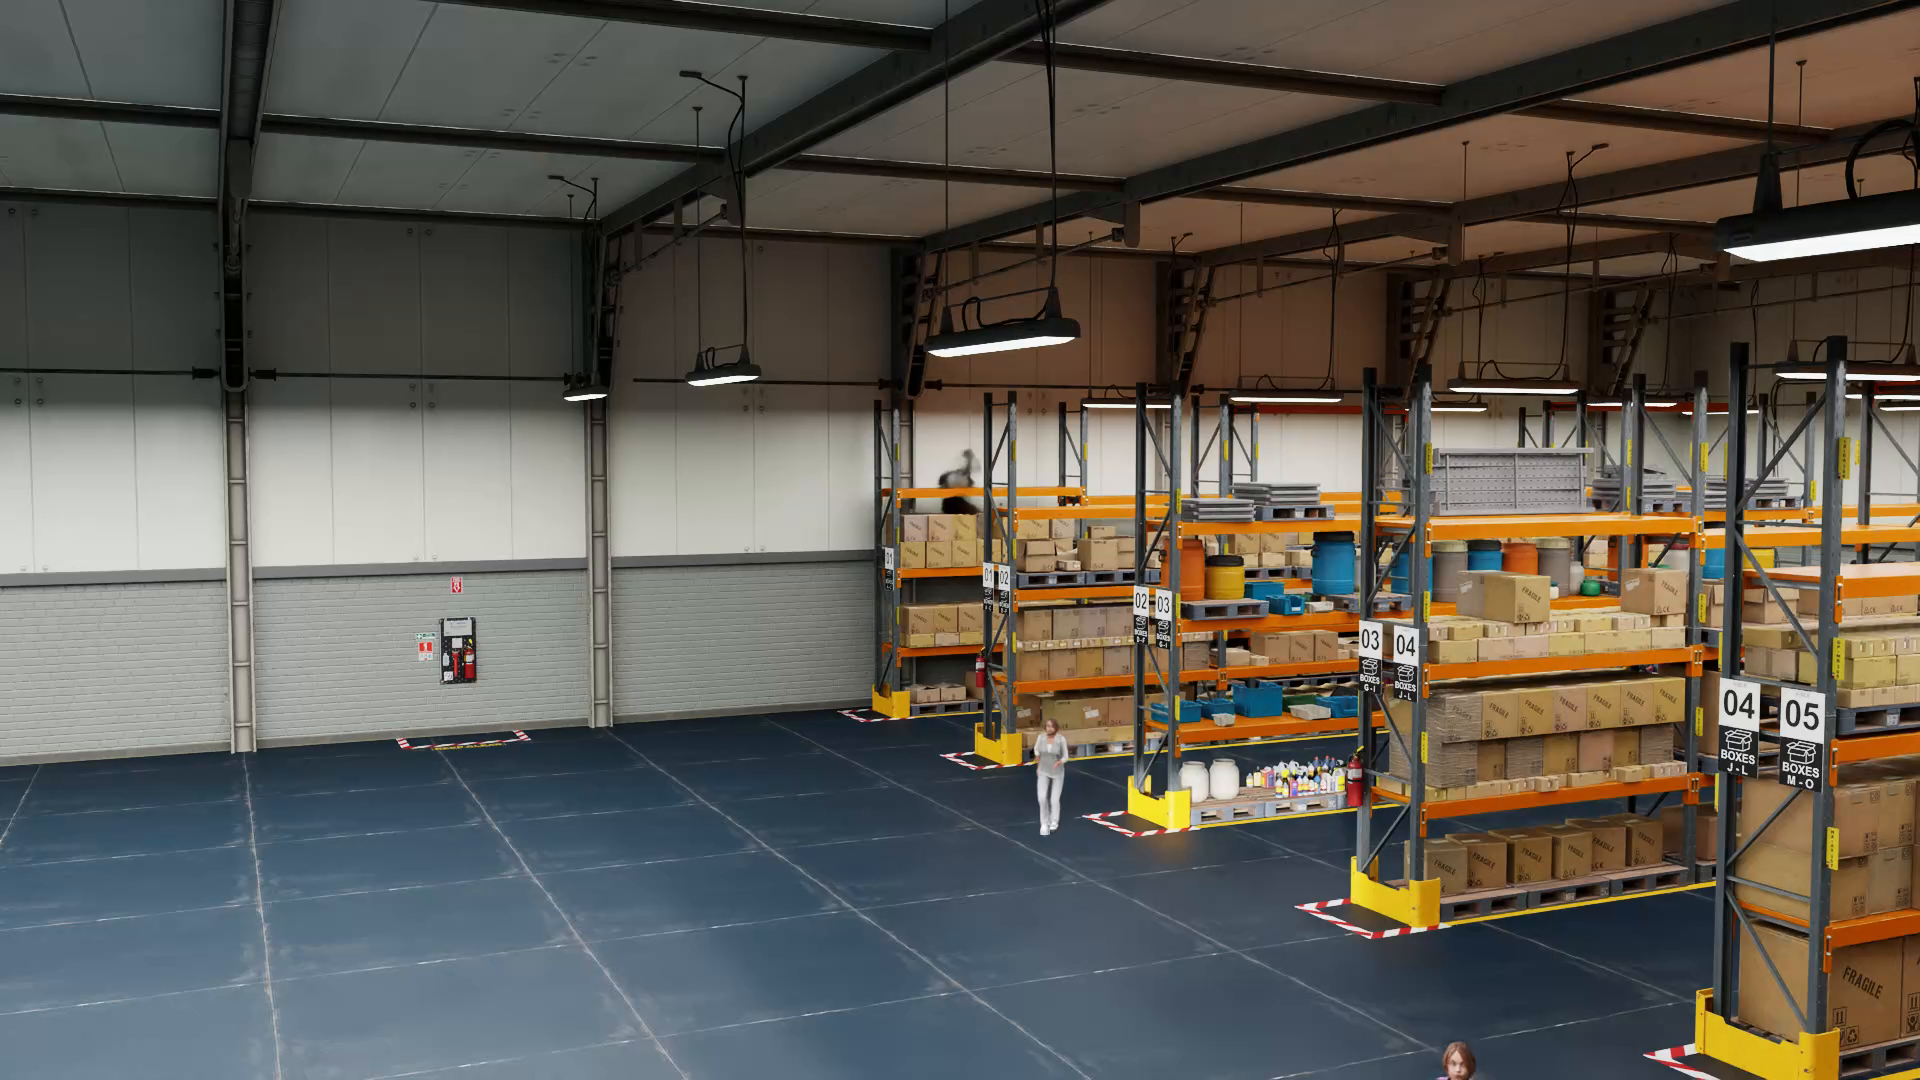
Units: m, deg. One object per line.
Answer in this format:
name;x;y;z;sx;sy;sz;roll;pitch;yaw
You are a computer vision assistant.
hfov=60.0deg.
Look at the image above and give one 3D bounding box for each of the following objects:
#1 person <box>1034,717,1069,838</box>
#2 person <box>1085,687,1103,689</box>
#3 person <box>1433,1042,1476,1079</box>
person;1.197;3.109;21.858;0.471;1.590;0.742;0;3;7
person;2.492;2.480;30.378;0.597;1.744;0.646;-3;4;-39
person;2.971;3.775;9.920;0.544;1.586;0.879;1;4;19
